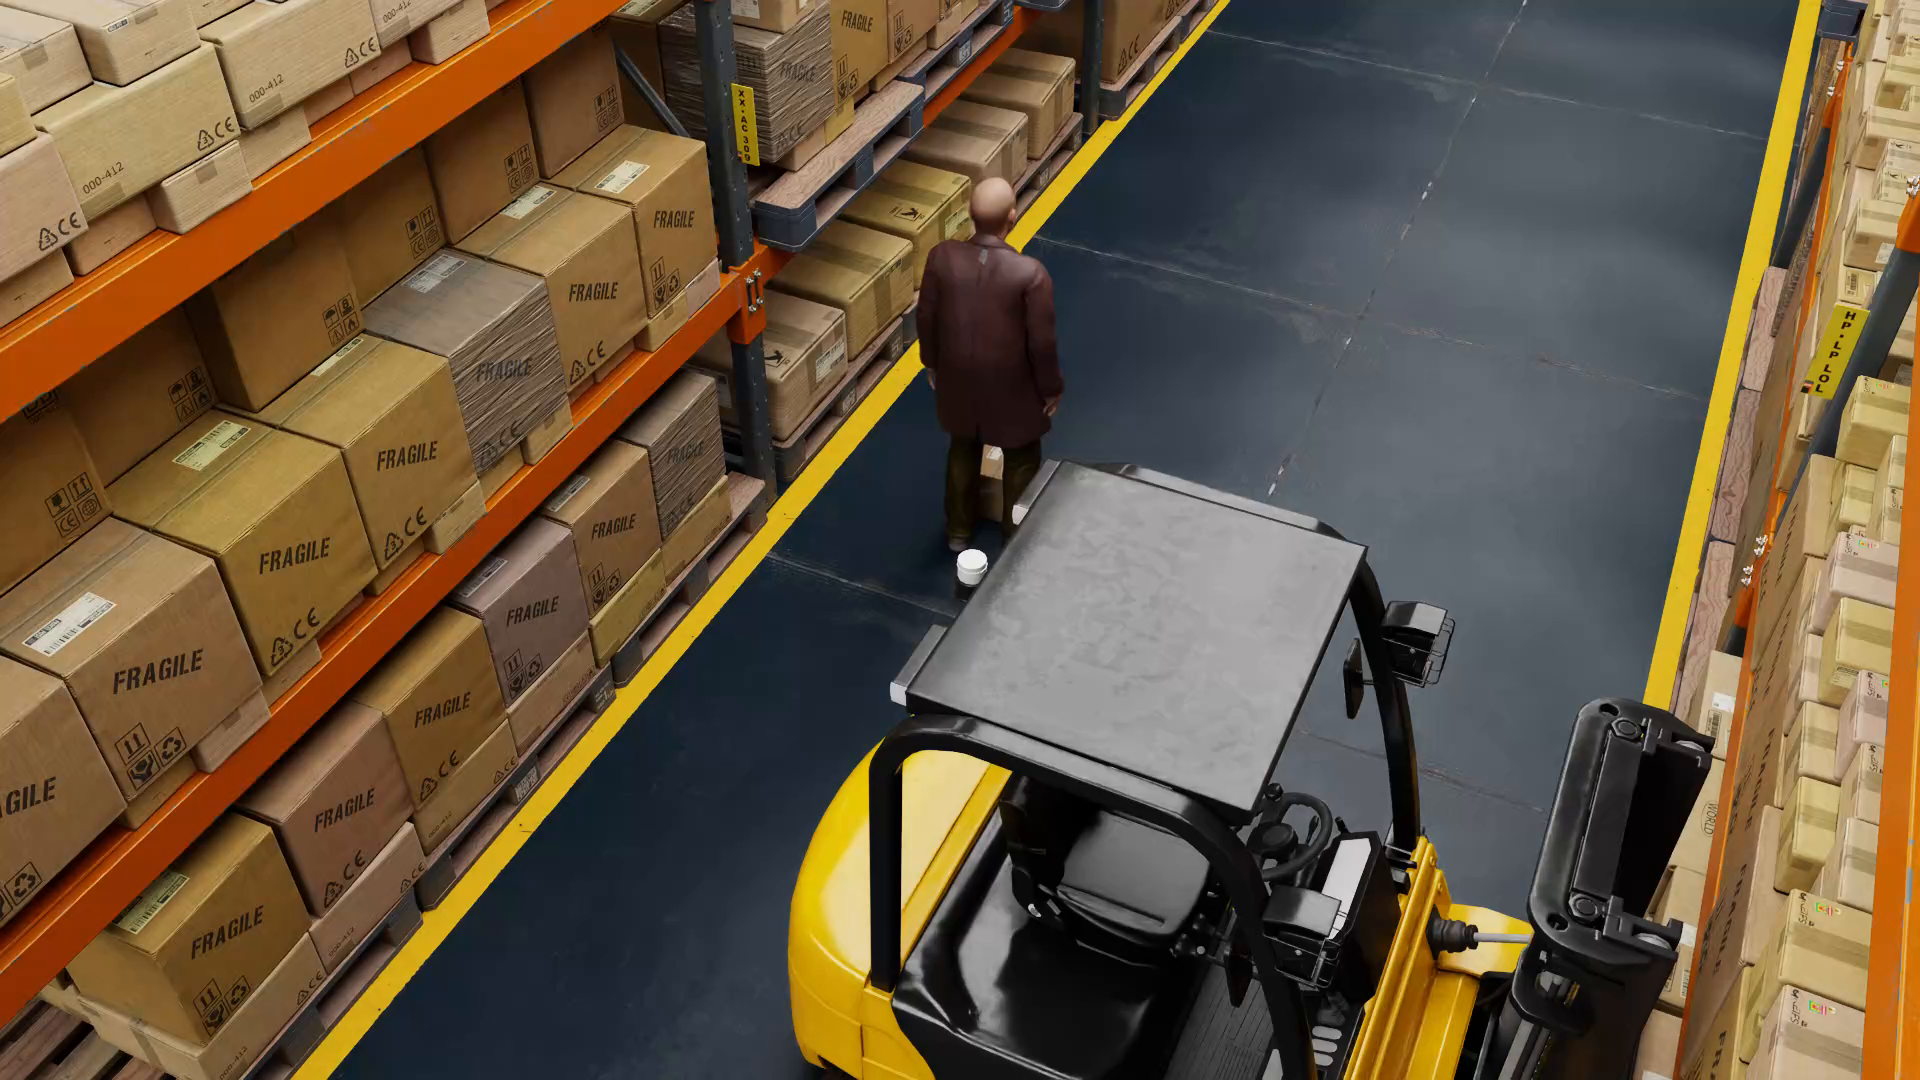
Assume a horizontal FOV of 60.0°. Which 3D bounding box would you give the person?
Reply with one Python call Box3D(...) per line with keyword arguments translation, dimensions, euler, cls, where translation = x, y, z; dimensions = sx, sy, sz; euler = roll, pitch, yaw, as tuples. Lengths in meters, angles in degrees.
Box3D(translation=(0.128, -0.679, 6.940), dimensions=(0.644, 1.774, 0.423), euler=(16, 44, 17), cls="person")
